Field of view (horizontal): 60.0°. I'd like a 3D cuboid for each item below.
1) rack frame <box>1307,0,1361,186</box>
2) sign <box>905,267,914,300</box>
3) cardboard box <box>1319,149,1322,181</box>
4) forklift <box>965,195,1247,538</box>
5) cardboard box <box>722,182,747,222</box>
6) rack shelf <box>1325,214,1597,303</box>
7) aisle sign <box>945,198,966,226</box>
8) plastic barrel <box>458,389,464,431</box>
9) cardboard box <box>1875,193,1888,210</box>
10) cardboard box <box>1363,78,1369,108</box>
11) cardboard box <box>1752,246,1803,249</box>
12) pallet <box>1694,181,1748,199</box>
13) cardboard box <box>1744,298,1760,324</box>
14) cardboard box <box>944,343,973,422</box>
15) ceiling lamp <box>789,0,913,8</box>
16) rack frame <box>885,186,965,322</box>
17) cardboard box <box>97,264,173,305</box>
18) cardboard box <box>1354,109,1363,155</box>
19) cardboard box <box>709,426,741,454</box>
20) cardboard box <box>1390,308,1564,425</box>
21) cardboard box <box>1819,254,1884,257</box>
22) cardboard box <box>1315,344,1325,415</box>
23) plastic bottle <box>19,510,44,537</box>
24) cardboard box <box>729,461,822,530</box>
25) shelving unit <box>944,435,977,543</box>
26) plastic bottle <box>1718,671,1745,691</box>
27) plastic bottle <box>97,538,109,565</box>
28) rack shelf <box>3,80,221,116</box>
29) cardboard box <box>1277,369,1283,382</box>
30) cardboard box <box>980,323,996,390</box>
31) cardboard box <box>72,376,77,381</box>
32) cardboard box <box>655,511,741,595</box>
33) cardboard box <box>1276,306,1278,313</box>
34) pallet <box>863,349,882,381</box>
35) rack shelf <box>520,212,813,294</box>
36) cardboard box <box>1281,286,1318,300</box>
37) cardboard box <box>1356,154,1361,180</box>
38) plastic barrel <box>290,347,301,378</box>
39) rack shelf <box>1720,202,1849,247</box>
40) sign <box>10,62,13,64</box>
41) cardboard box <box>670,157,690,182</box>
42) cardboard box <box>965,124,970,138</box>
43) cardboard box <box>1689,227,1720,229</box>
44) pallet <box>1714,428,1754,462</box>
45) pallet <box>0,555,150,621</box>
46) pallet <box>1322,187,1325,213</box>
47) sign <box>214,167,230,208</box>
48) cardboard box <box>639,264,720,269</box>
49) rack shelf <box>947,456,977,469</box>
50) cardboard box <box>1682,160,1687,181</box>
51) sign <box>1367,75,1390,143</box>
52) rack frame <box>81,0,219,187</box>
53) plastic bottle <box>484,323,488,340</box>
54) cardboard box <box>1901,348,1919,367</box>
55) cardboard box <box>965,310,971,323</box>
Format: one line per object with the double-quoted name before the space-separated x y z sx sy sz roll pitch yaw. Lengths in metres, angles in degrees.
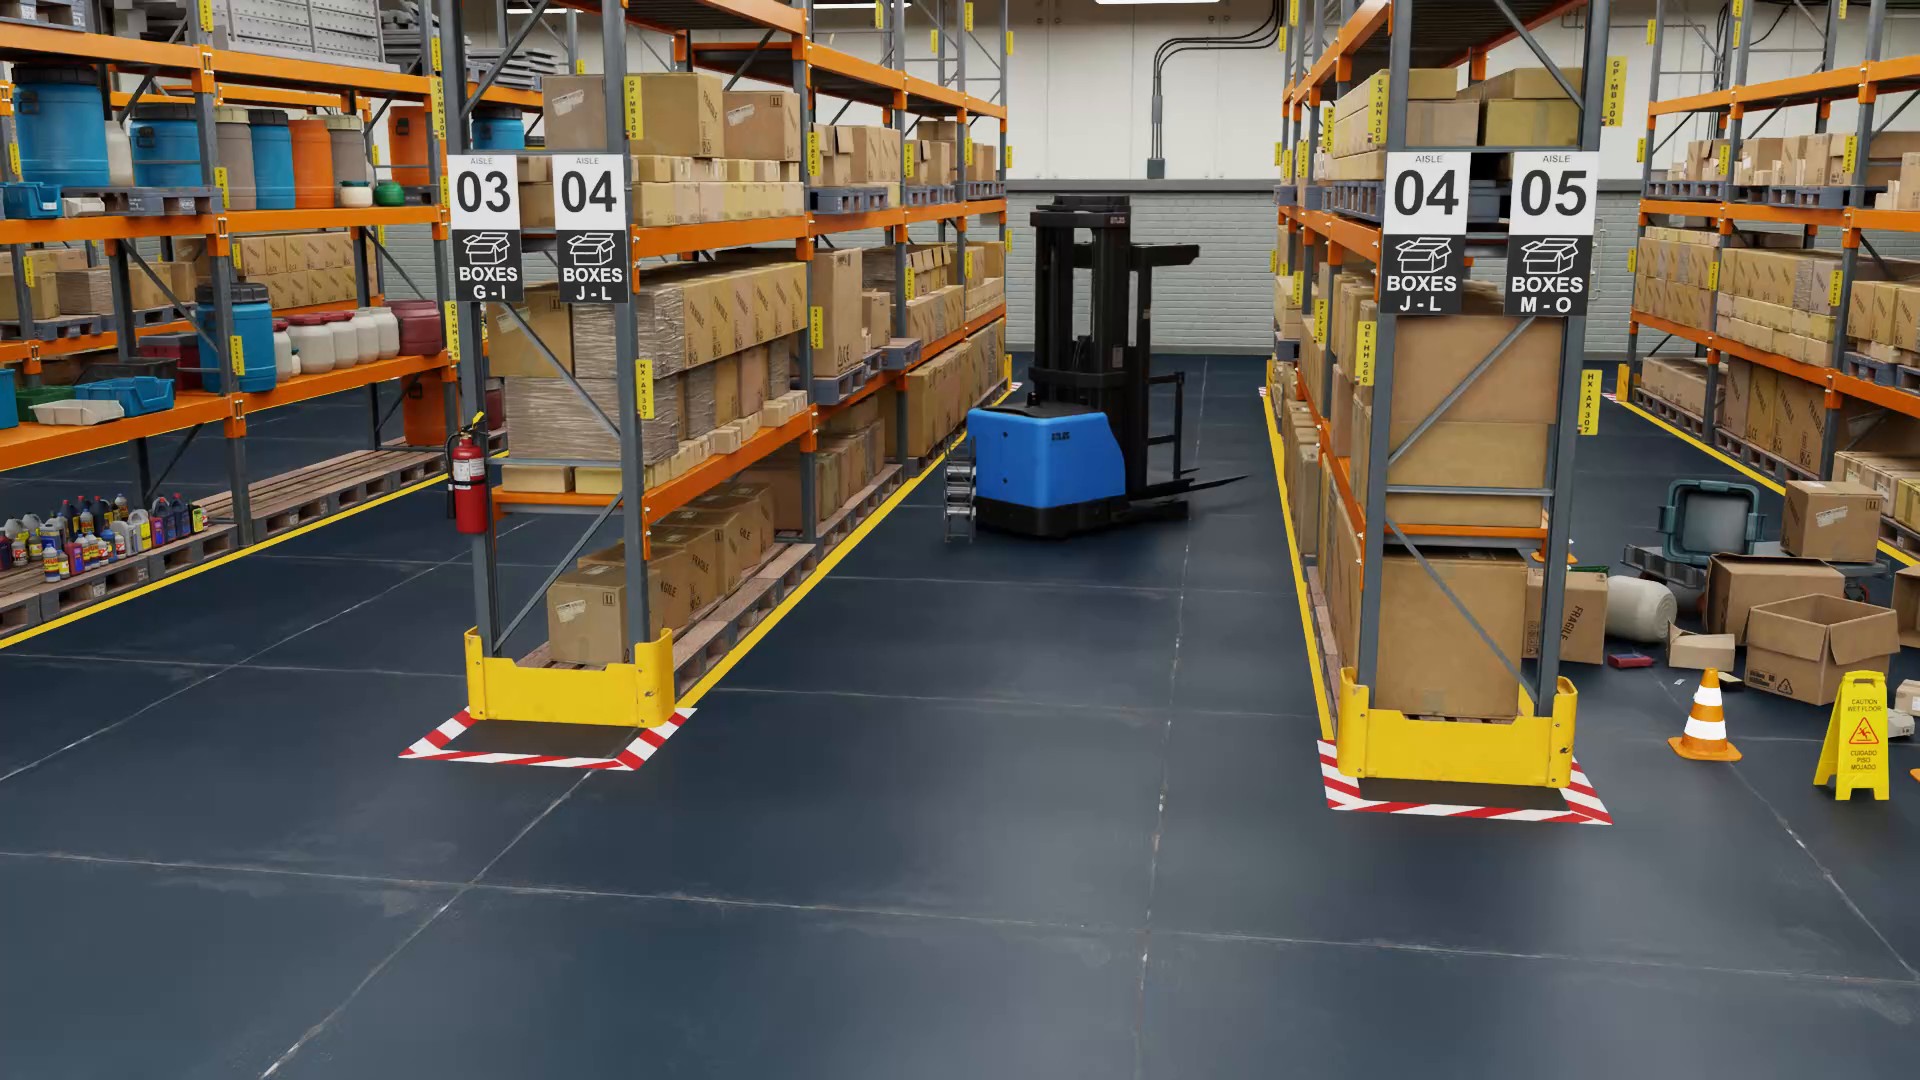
"rack frame" 3.834 -4.845 15.614 1.000 3.000 0.127 2 12 9
"sign" -0.514 -2.606 16.904 0.100 0.325 0.005 2 12 9
"cardboard box" 3.349 -3.234 14.239 0.500 0.311 0.500 2 12 8
"forklift" 1.480 -1.684 15.352 3.031 2.935 1.130 -11 16 -41
"cardboard box" -1.724 -2.233 10.969 0.500 0.250 0.500 2 12 10
"rack shelf" 2.911 -1.778 10.211 1.077 0.370 4.000 2 12 9
"aisle sign" -0.106 -5.055 24.658 0.394 0.787 0.004 2 12 9
"plastic barrel" -5.889 -1.466 19.086 0.421 0.512 0.421 0 12 0
"cardboard box" 8.524 -3.056 15.031 0.380 0.149 0.250 2 12 9
"cardboard box" 2.438 -2.475 9.206 0.380 0.149 0.250 2 12 10
"cardboard box" 9.668 -3.234 19.771 0.500 0.500 0.500 2 12 9
"pallet" 9.492 -4.198 19.945 1.003 0.211 1.213 2 12 9
"cardboard box" 8.853 -2.481 18.053 0.500 0.250 0.500 2 12 9
"cardboard box" -0.515 -1.959 20.512 1.225 0.875 0.875 2 12 9
"ceiling lamp" -1.814 -10.183 26.529 2.000 3.185 0.800 2 12 9
"rack frame" -0.436 -2.927 20.953 1.000 3.000 0.127 2 12 9
"cardboard box" -10.561 -3.266 21.294 0.700 0.500 0.500 4 13 18
"cardboard box" 2.559 -2.359 9.615 0.500 0.250 0.500 2 12 8
"cardboard box" -1.676 -0.667 11.062 0.380 0.149 0.250 2 12 9
"cardboard box" 2.699 -0.924 8.742 0.875 0.550 0.550 2 12 9
"cardboard box" 9.301 -2.721 17.388 0.500 0.500 0.500 2 12 10
"cardboard box" 3.035 -1.246 12.916 0.500 0.500 0.500 2 12 8
"plastic bottle" -7.189 -0.060 12.893 0.144 0.351 0.185 2 12 8
"cardboard box" -1.551 -0.382 14.033 0.700 0.500 0.500 1 12 4
"shelving unit" 0.001 -0.442 14.406 0.258 0.900 0.210 2 12 9
"plastic bottle" 4.725 0.868 10.320 0.133 0.061 0.283 -2 12 -11
"plastic bottle" -6.506 0.084 12.583 0.097 0.201 0.097 0 12 0
"rack shelf" -10.532 -5.218 20.000 1.077 0.370 4.000 2 12 9
"cardboard box" 4.345 -2.147 21.695 0.380 0.149 0.250 1 12 6
"cardboard box" 0.020 -2.601 23.487 0.875 0.875 0.875 2 12 9
"cardboard box" -10.847 -1.719 20.238 0.500 0.500 0.500 1 12 7
"cardboard box" -1.866 0.089 11.899 0.500 0.500 0.500 1 12 4
"cardboard box" 3.815 -2.598 19.029 0.380 0.149 0.250 2 12 9
"pallet" -1.315 -1.587 15.192 1.003 0.211 1.213 2 12 9
"rack shelf" -1.974 -1.960 11.054 1.077 0.370 4.000 2 12 9
"cardboard box" 3.618 -2.615 17.694 0.380 0.149 0.250 2 12 9
"cardboard box" 2.476 -2.137 9.530 0.380 0.149 0.250 2 12 8
"plastic barrel" -6.205 -1.625 15.241 0.301 0.262 0.301 0 12 0
"rack shelf" 9.048 -3.304 17.291 1.077 0.370 4.000 2 12 9
"sign" -15.052 -7.727 26.394 0.100 0.325 0.005 2 12 9
"cardboard box" -1.846 -2.228 10.002 0.380 0.149 0.250 2 12 11
"cardboard box" -0.142 -5.475 22.407 0.500 0.250 0.500 1 12 7
"cardboard box" 10.098 -4.158 22.517 0.380 0.149 0.250 2 12 10
"pallet" 9.312 -1.079 19.001 1.003 0.211 1.213 2 12 9
"pallet" -6.890 0.335 12.440 1.003 0.211 1.213 2 12 9
"pallet" 3.618 -2.918 14.240 1.003 0.211 1.213 2 12 11
"sign" -6.019 -2.872 13.560 0.100 0.325 0.005 2 12 9
"cardboard box" -2.062 -1.755 12.199 0.500 0.500 0.500 2 12 9
"rack shelf" 0.001 -0.673 14.357 0.258 0.077 0.200 2 12 9
"cardboard box" 9.691 -4.805 21.527 0.500 0.311 0.500 2 12 10
"sign" 2.070 -2.128 8.213 0.100 0.325 0.005 2 12 9
"rack frame" -6.561 -4.354 13.339 1.000 3.000 0.127 2 12 9
"plastic bottle" -5.423 -2.384 18.908 0.097 0.201 0.097 0 12 0
"cardboard box" 8.320 -1.571 14.263 0.380 0.149 0.250 3 12 12
"cardboard box" -0.062 -2.855 21.216 0.380 0.149 0.250 2 12 9
